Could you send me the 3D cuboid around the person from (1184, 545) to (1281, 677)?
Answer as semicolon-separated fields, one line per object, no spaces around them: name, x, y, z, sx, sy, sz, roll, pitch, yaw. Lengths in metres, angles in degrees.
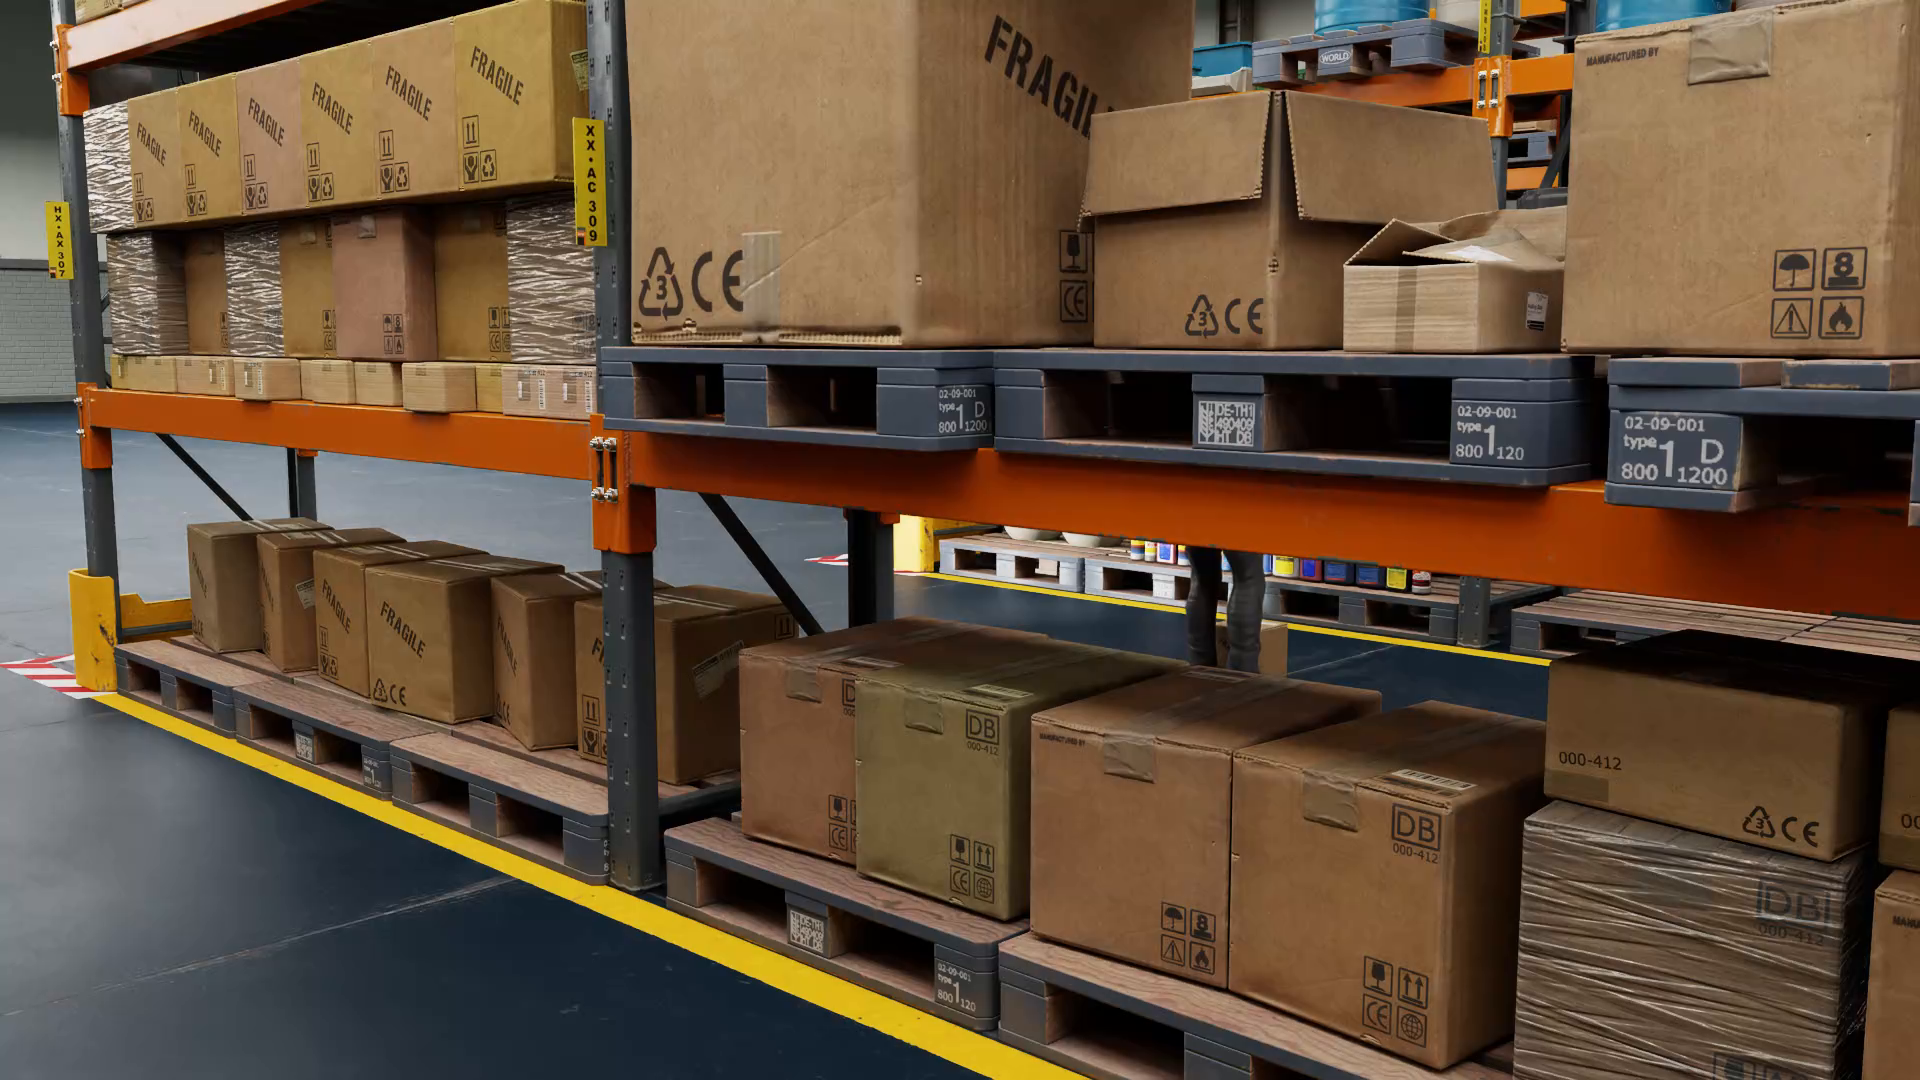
person;1.152;-0.179;7.213;0.531;1.654;0.402;6;9;40
